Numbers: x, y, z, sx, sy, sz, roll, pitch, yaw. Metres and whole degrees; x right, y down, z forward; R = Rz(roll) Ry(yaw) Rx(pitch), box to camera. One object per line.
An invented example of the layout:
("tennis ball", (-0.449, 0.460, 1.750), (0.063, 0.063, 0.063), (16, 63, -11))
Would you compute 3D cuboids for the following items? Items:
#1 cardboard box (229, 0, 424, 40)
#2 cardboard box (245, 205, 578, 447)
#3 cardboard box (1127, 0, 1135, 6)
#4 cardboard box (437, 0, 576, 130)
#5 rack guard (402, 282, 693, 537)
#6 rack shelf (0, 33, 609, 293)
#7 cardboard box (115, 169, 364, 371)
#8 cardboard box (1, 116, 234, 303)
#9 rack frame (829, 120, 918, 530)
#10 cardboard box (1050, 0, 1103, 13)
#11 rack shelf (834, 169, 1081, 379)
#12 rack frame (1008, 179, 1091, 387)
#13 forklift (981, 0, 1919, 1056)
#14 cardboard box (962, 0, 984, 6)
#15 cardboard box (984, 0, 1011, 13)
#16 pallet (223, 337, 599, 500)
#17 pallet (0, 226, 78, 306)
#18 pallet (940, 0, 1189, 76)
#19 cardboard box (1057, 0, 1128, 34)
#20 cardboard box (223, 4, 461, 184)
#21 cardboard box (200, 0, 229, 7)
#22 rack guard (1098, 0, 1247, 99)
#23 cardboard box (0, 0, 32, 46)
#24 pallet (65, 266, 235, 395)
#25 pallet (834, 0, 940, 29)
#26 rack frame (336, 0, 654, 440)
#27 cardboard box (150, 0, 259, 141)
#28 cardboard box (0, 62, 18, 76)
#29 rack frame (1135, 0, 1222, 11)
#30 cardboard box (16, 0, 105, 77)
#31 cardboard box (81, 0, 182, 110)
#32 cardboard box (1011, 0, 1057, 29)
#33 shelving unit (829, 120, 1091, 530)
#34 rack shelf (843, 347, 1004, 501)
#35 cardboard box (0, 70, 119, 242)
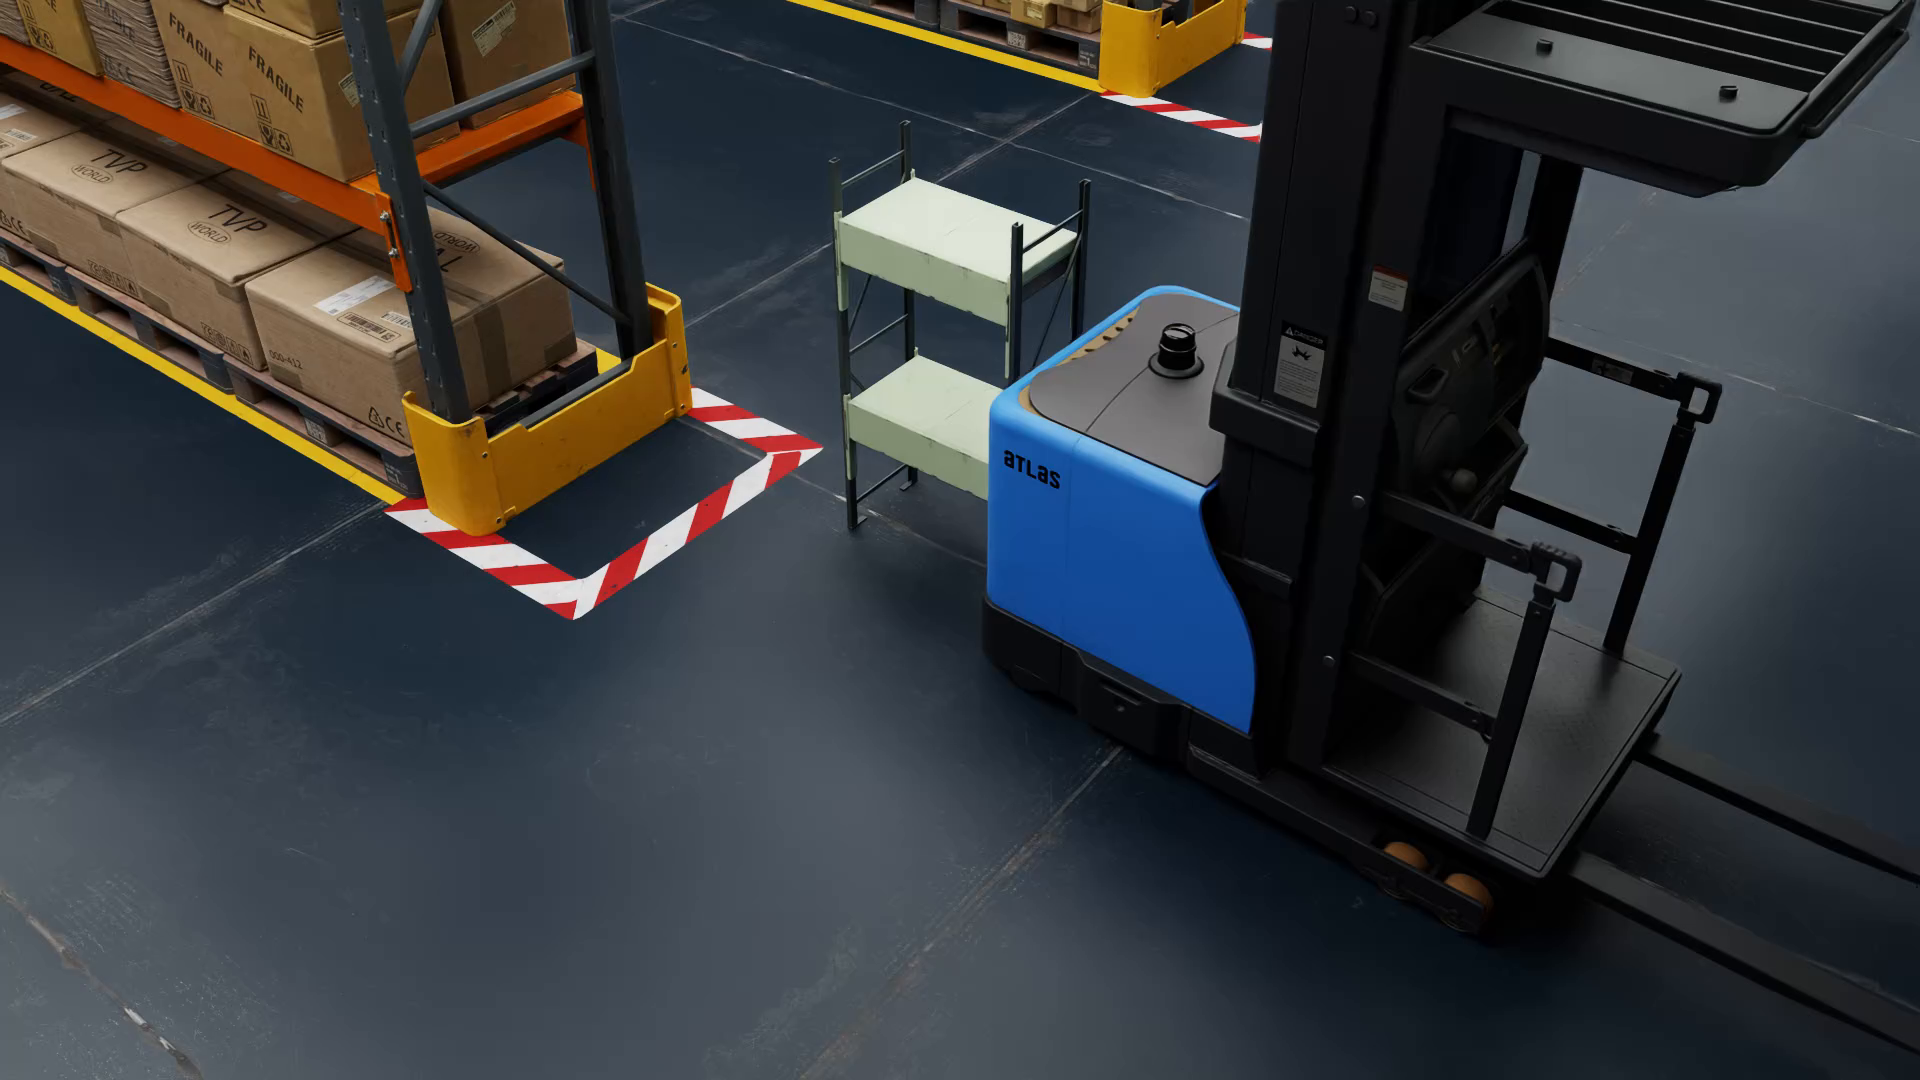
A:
("cardboard box", (-2.130, -2.033, 5.521), (0.500, 0.500, 0.500), (27, 45, 30))
("cardboard box", (-2.188, -0.890, 6.692), (0.875, 0.438, 0.875), (24, 44, 27))
("cardboard box", (1.103, -3.393, 10.123), (0.250, 0.149, 0.380), (26, 45, 29))
("cardboard box", (-1.810, -1.895, 6.157), (0.500, 0.500, 0.500), (25, 44, 28))
("rack guard", (-1.584, -0.542, 6.537), (0.348, 0.500, 1.175), (25, 45, 29))
("rack shelf", (-3.191, -2.001, 6.957), (4.000, 0.370, 1.077), (25, 45, 29))
("cardboard box", (-2.920, -1.229, 7.124), (0.875, 0.438, 0.875), (27, 45, 30))
("cardboard box", (-3.635, -1.568, 7.557), (0.875, 0.438, 0.875), (24, 44, 27))
("rack frame", (-0.296, -0.730, 5.966), (0.023, 1.500, 0.400), (25, 45, 29))
("cardboard box", (0.732, -3.215, 9.654), (0.250, 0.149, 0.380), (24, 44, 27))
("rack shelf", (-0.005, -0.900, 5.550), (0.720, 0.370, 0.431), (25, 45, 29))
("rack frame", (0.285, -0.456, 5.616), (0.023, 1.500, 0.400), (25, 45, 29))
("forklift", (1.541, -0.397, 4.379), (3.031, 2.935, 1.130), (26, 45, 29))
("cardboard box", (0.152, -3.409, 10.143), (0.250, 0.149, 0.380), (26, 45, 29))
("cardboard box", (0.356, -3.323, 10.033), (0.250, 0.149, 0.380), (25, 44, 28))
("pallet", (-2.285, -0.699, 6.971), (1.213, 0.211, 1.003), (25, 45, 29))
("pallet", (-4.224, -1.613, 8.139), (1.213, 0.211, 1.003), (25, 45, 29))
("pallet", (0.640, -3.249, 10.229), (1.213, 0.211, 1.003), (25, 45, 29))
("cardboard box", (0.779, -3.135, 9.793), (0.250, 0.149, 0.380), (26, 45, 29))
("cardboard box", (-2.147, -1.626, 5.813), (0.500, 0.500, 0.500), (26, 45, 29))
("cardboard box", (-2.563, -2.214, 5.753), (0.500, 0.500, 0.500), (25, 45, 29))
("rack guard", (1.264, -3.042, 9.729), (0.348, 0.500, 1.175), (25, 45, 29))
("cardboard box", (-3.778, -2.389, 6.787), (0.500, 0.500, 0.500), (26, 45, 29))
("pallet", (-3.250, -1.156, 7.555), (1.213, 0.211, 1.003), (25, 45, 29))
("pallet", (-0.325, -3.707, 10.813), (1.213, 0.211, 1.003), (25, 45, 29))
("rack frame", (-1.603, -1.536, 5.778), (0.127, 3.000, 1.000), (25, 45, 29))
("cardboard box", (-2.536, -1.821, 6.062), (0.500, 0.500, 0.500), (24, 44, 28))
("cardboard box", (-5.321, -2.556, 8.464), (0.875, 0.875, 0.875), (27, 45, 30))
("rack frame", (1.324, -3.997, 8.922), (0.127, 3.000, 1.000), (25, 45, 29))
("cardboard box", (-3.369, -2.196, 6.541), (0.500, 0.500, 0.500), (27, 45, 30))
("cardboard box", (-2.951, -2.009, 6.302), (0.500, 0.500, 0.500), (27, 45, 30))
("cardboard box", (0.514, -3.182, 9.853), (0.250, 0.149, 0.380), (27, 45, 30))
("shelving unit", (-0.005, -0.593, 5.791), (0.755, 1.500, 0.431), (25, 45, 29))
("rack shelf", (-0.005, -0.336, 5.992), (0.720, 0.370, 0.431), (25, 45, 29))
("cardboard box", (-4.346, -1.903, 7.985), (0.875, 0.438, 0.875), (25, 44, 28))
